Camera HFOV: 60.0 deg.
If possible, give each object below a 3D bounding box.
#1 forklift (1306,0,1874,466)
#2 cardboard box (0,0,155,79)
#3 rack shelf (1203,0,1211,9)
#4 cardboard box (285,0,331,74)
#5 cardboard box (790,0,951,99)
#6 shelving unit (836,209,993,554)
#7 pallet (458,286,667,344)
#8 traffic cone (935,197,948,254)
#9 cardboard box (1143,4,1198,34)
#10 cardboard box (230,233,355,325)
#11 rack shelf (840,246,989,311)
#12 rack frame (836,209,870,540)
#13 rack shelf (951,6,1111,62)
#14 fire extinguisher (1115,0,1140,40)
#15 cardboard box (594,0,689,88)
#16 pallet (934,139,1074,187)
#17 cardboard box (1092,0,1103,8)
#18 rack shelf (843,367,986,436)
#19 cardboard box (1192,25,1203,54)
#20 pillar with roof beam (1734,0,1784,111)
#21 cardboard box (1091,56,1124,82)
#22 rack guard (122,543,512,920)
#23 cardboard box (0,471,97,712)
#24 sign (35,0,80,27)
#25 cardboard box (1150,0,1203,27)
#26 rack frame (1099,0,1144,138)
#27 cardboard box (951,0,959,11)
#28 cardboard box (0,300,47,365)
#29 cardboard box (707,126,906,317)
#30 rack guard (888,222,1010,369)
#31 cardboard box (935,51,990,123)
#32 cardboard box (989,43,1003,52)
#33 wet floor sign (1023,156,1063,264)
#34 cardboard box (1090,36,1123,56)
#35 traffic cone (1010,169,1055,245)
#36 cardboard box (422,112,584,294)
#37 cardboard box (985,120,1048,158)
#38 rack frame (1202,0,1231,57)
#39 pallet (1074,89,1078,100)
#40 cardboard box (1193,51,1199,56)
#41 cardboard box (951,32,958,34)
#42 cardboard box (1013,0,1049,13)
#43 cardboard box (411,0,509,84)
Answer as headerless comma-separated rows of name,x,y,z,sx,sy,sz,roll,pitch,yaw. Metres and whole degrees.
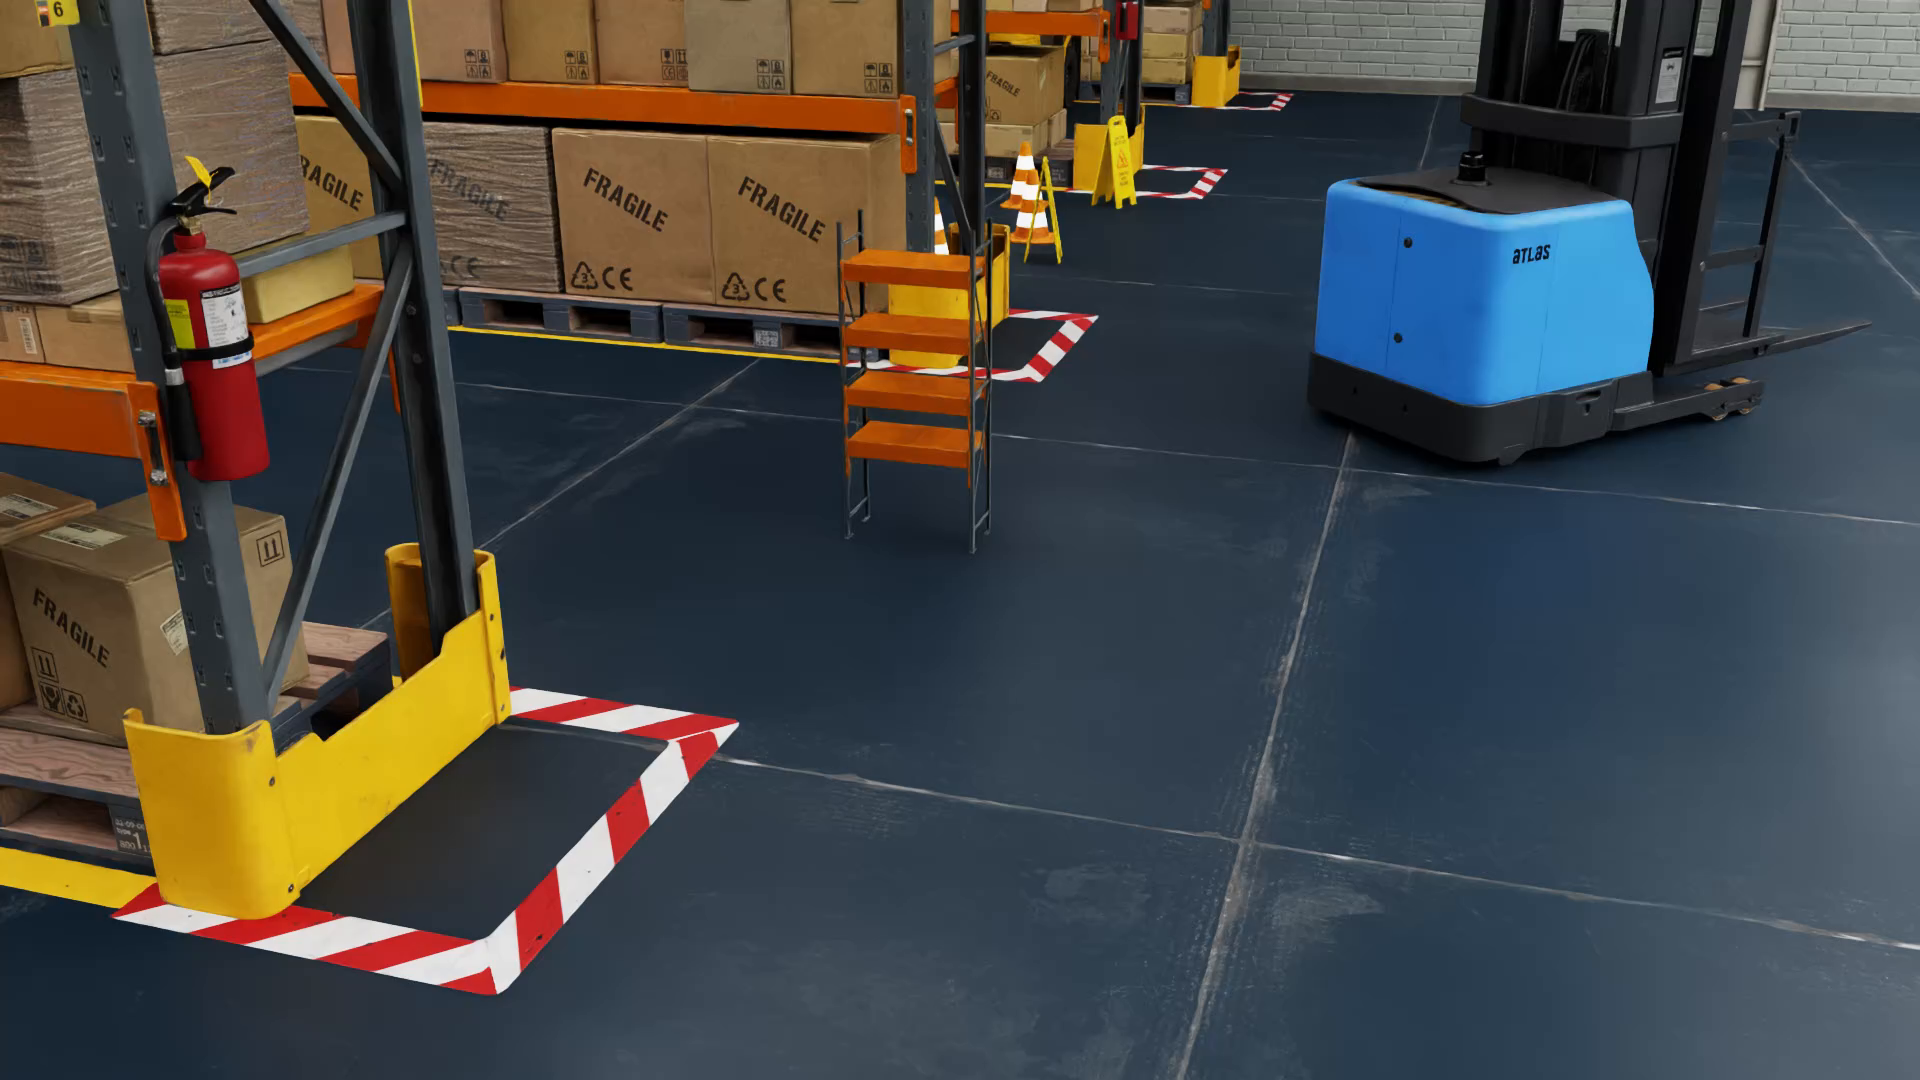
forklift,3.120,-2.060,7.431,3.031,2.935,1.130,-13,26,-28
cardboard box,-2.193,-1.301,3.648,0.500,0.500,0.500,7,23,16
rack shelf,0.783,-5.975,17.832,4.000,0.370,1.077,7,23,16
cardboard box,-3.539,-2.947,9.304,0.550,0.550,0.875,7,23,16
cardboard box,-0.434,-2.569,8.382,0.550,0.550,0.875,7,23,16
shelving unit,-0.158,-0.573,6.087,0.503,1.200,0.258,7,23,16
pallet,-2.018,-1.379,9.353,1.213,0.211,1.003,7,23,15
traffic cone,-0.164,-1.876,10.233,0.334,0.463,0.336,7,23,16
cardboard box,2.167,-5.410,17.260,0.500,0.250,0.500,7,23,17
cardboard box,-1.799,-0.686,4.320,0.250,0.149,0.380,7,23,16
rack shelf,-0.158,-0.937,5.937,0.480,0.148,0.258,7,23,16
rack frame,-0.392,-0.600,6.152,0.015,1.200,0.240,7,23,16
rack shelf,-0.647,-4.171,13.434,4.000,0.370,1.077,7,23,16
fire extinguisher,1.244,-4.069,12.339,0.183,0.674,0.296,7,23,16
cardboard box,-1.467,-2.728,8.771,0.550,0.550,0.875,7,23,16
pallet,0.427,-3.105,13.561,1.213,0.211,1.003,7,23,16
cardboard box,1.002,-4.281,13.085,0.250,0.149,0.380,7,23,16
rack shelf,-0.158,-0.511,6.112,0.480,0.148,0.258,7,23,16
cardboard box,2.307,-5.369,17.818,0.500,0.250,0.500,7,23,16
pillar with roof beam,6.792,-7.046,11.590,0.400,9.000,9.100,7,23,16
cardboard box,1.683,-5.005,17.590,0.500,0.250,0.500,7,23,15
rack guard,-1.668,0.464,4.480,0.348,0.500,1.175,7,23,16
cardboard box,-2.770,0.150,4.691,0.500,0.500,0.500,13,26,29
sign,-1.775,-1.167,3.219,0.005,0.325,0.100,7,23,16
cardboard box,2.292,-5.595,17.709,0.500,0.250,0.500,6,23,15
rack frame,1.267,-4.285,12.763,0.127,3.000,1.000,7,23,16
cardboard box,0.079,-4.172,12.820,0.250,0.149,0.380,7,23,16
cardboard box,-2.167,-0.552,3.994,0.250,0.149,0.380,7,23,16
cardboard box,-0.734,-1.737,8.798,0.875,0.875,0.875,7,23,16
rack guard,-0.043,-1.316,8.820,0.348,0.500,1.175,7,23,16
cardboard box,-0.076,-3.603,13.182,0.500,0.500,0.500,7,23,17
cardboard box,0.050,-3.801,13.665,0.500,0.500,0.500,6,23,14
wet floor sign,0.534,-2.102,10.544,0.232,0.644,0.267,3,22,6
cardboard box,1.664,-5.241,17.505,0.500,0.250,0.500,6,23,15
traffic cone,0.488,-2.249,11.143,0.334,0.463,0.336,7,23,16
cardboard box,-2.449,-1.933,9.277,0.875,0.875,0.875,7,23,16
cardboard box,0.393,-3.200,13.189,0.500,0.250,0.500,6,23,15
rack frame,2.698,-6.089,17.161,0.127,3.000,1.000,7,23,16
pallet,0.789,-5.002,18.185,1.213,0.211,1.003,7,23,15
cardboard box,2.284,-5.136,17.907,0.500,0.250,0.500,7,23,16
cardboard box,-0.186,-3.892,13.032,0.250,0.149,0.380,7,23,16
cardboard box,0.573,-4.119,12.691,0.250,0.149,0.380,6,23,15
cardboard box,-2.522,-2.793,8.929,0.550,0.550,0.875,7,23,16
